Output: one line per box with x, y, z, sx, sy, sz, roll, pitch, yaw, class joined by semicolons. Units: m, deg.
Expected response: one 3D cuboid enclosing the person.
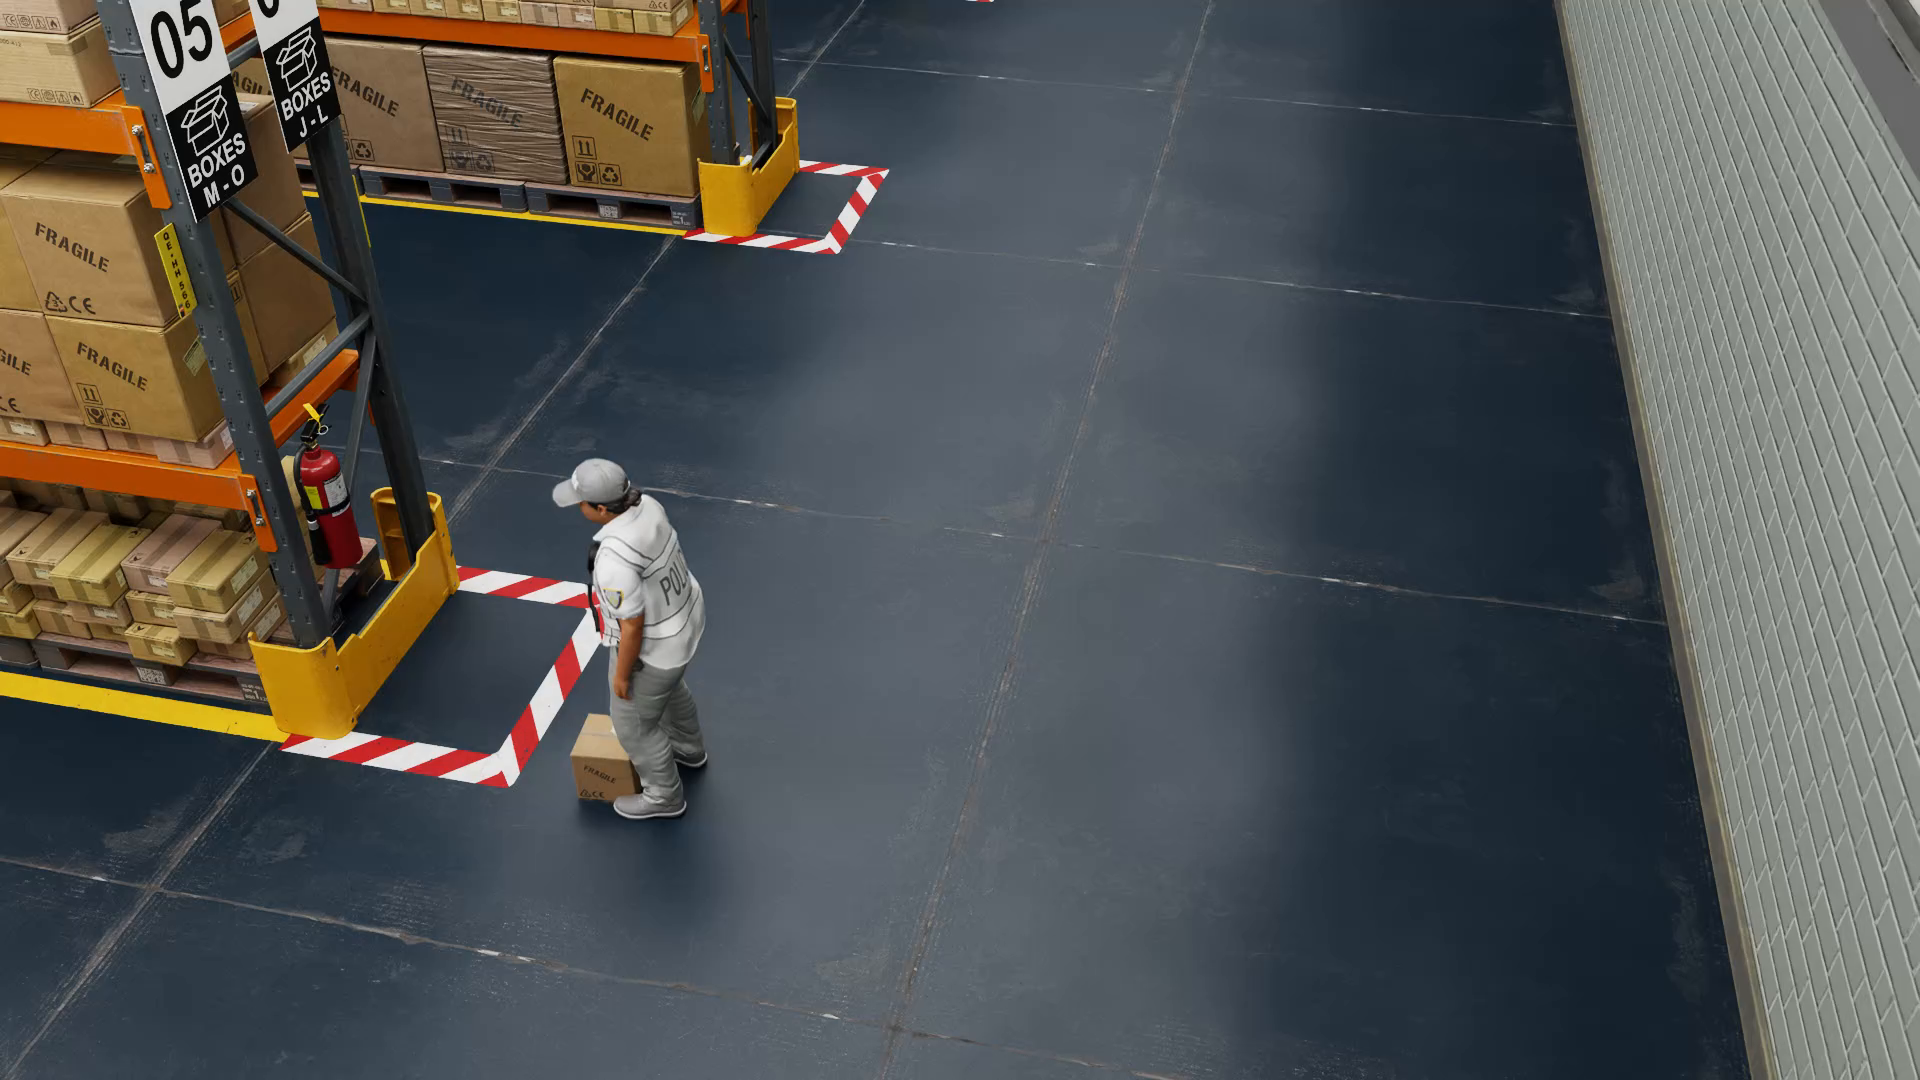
-1.242;0.371;6.463;0.457;1.665;0.560;5;37;7;person
